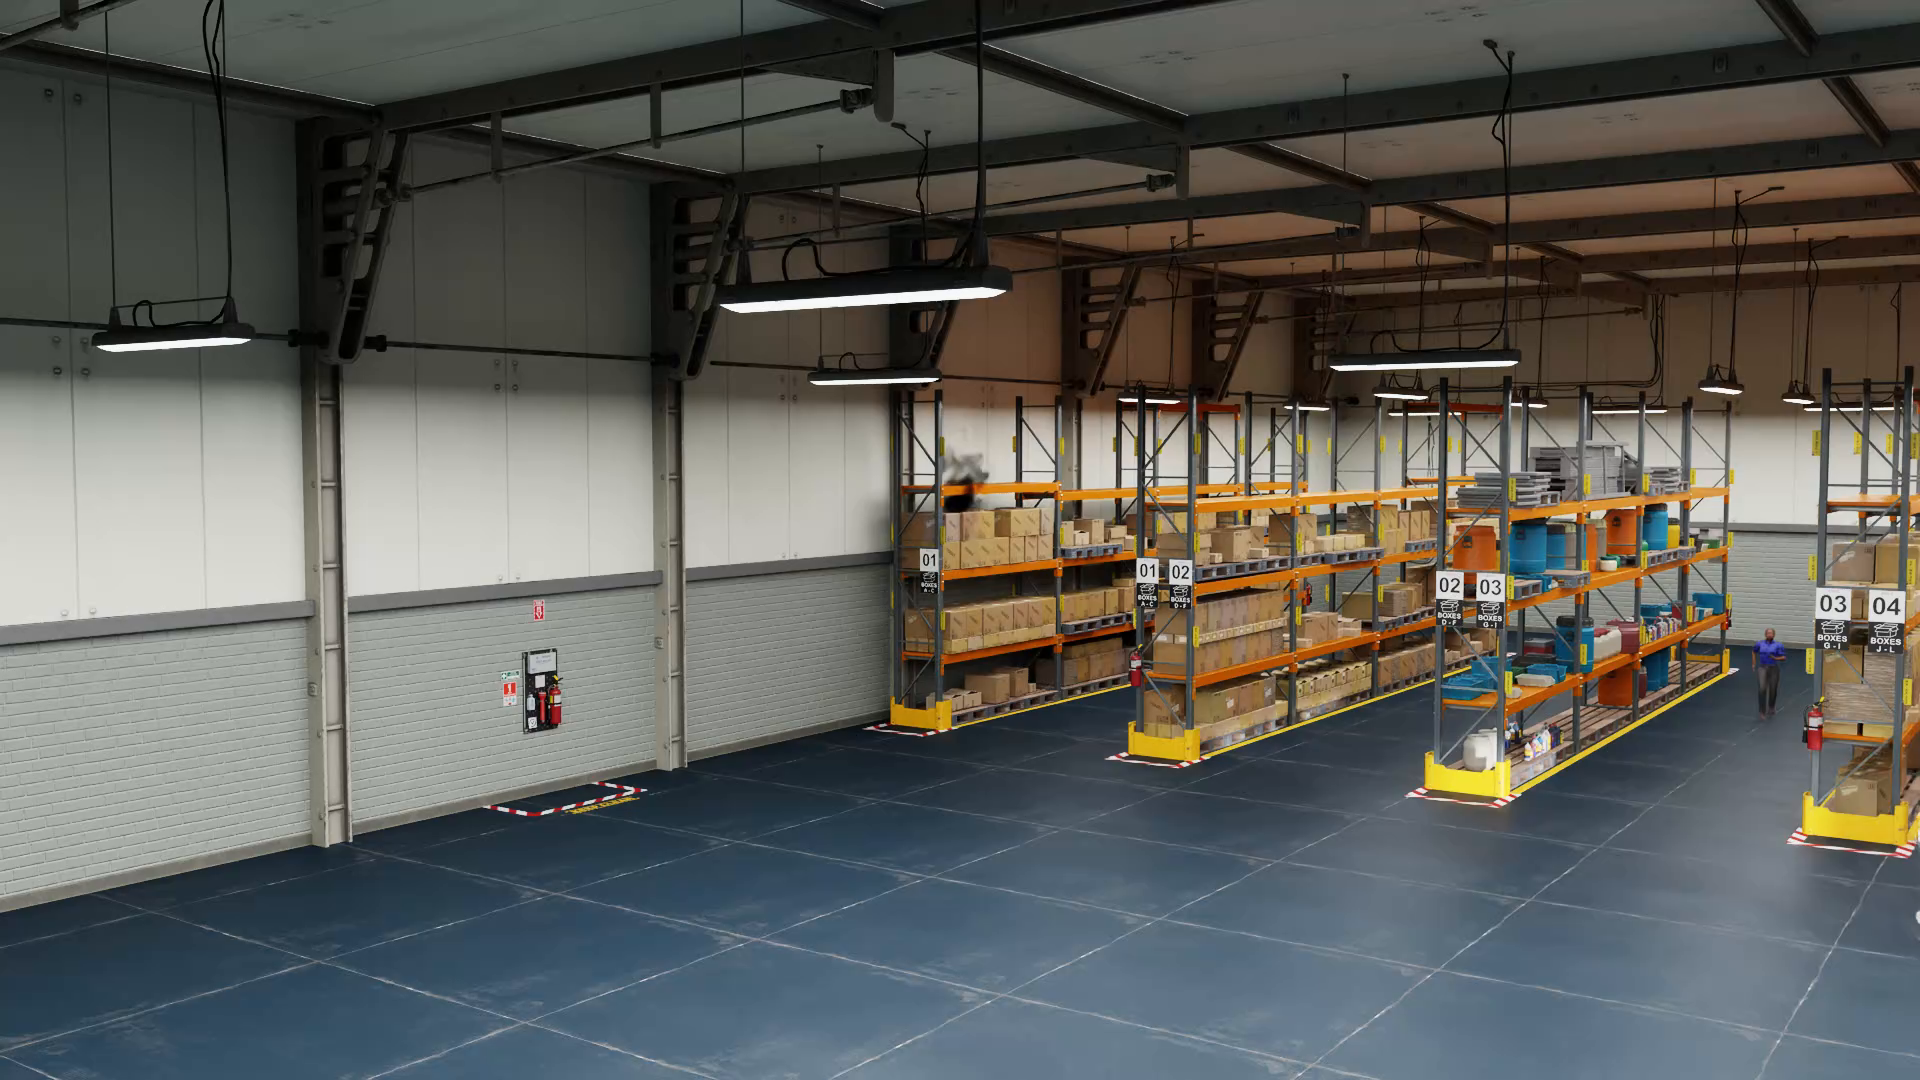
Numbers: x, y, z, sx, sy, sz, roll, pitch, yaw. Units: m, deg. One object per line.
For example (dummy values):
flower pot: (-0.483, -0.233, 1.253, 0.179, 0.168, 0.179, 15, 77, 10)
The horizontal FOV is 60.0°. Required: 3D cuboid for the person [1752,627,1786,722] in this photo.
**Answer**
person: (14.825, 2.442, 30.496, 0.562, 1.682, 0.867, 1, 4, 24)
